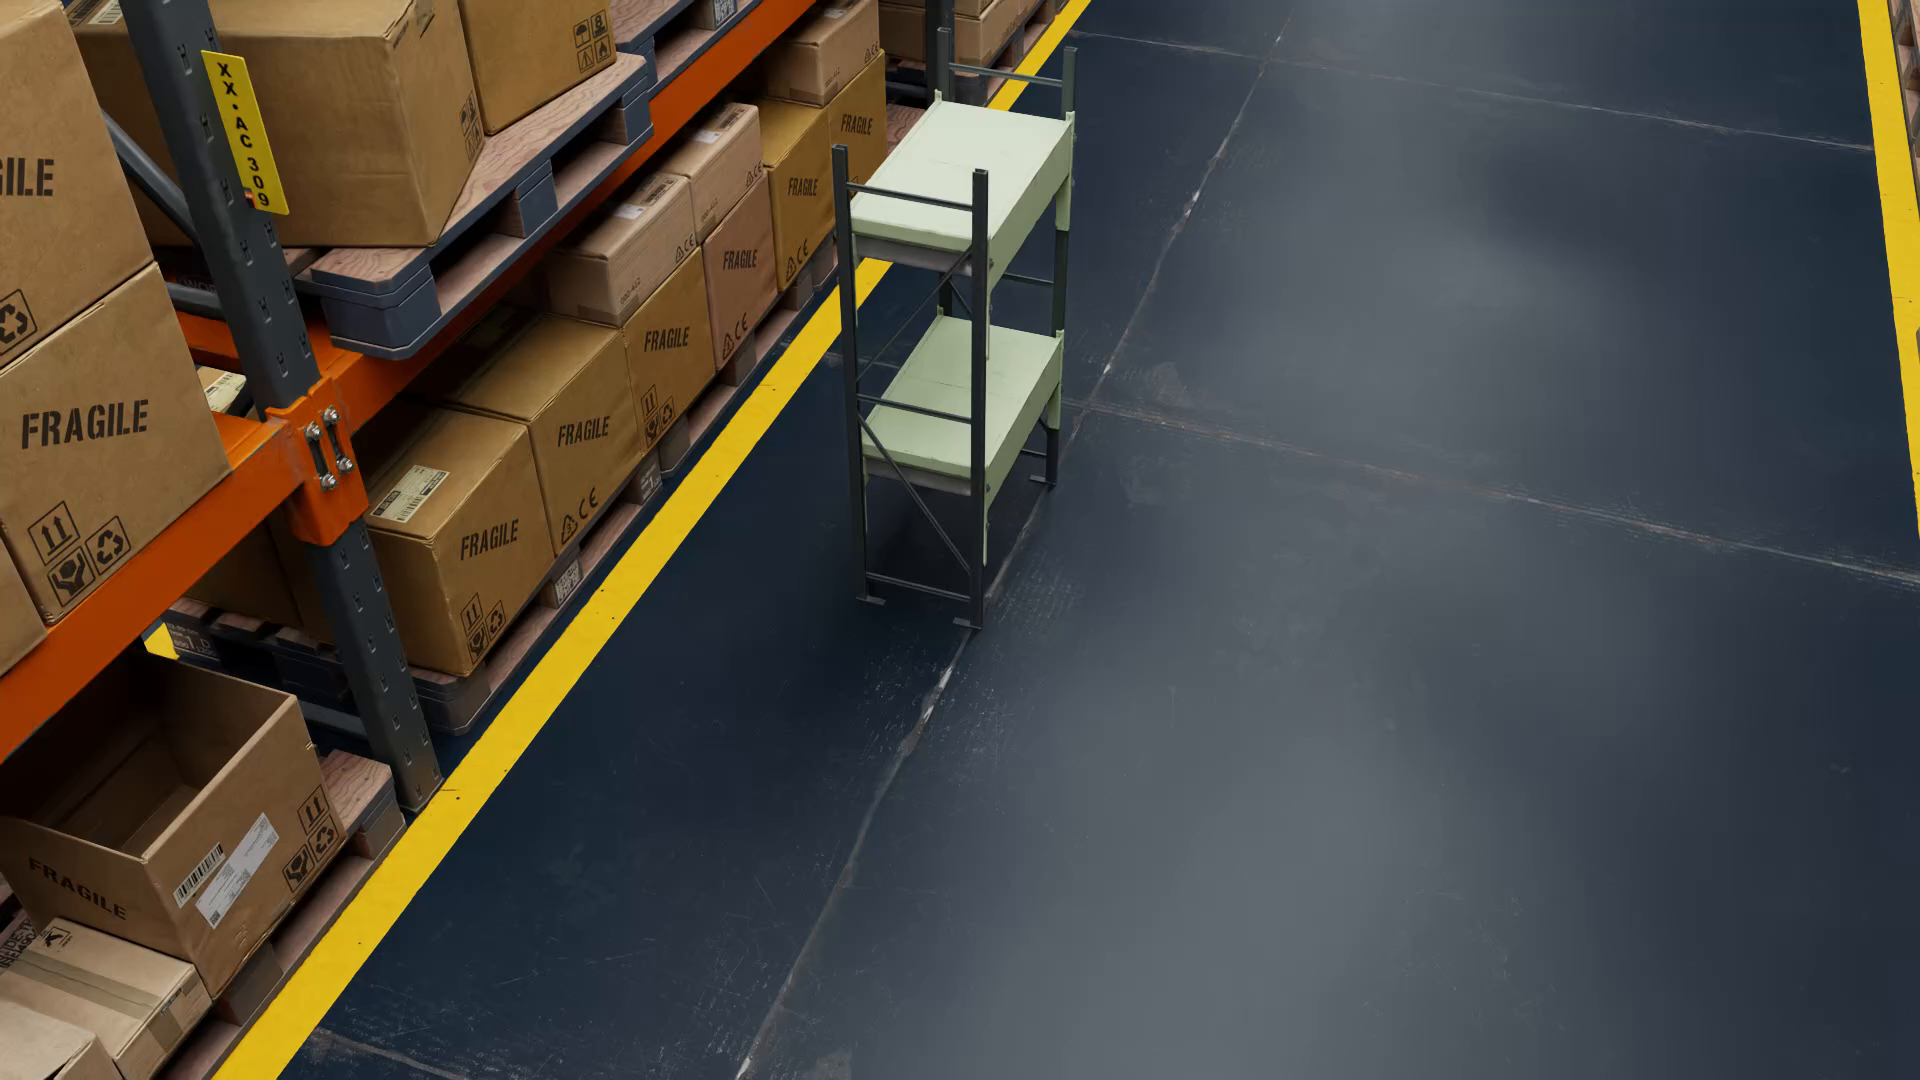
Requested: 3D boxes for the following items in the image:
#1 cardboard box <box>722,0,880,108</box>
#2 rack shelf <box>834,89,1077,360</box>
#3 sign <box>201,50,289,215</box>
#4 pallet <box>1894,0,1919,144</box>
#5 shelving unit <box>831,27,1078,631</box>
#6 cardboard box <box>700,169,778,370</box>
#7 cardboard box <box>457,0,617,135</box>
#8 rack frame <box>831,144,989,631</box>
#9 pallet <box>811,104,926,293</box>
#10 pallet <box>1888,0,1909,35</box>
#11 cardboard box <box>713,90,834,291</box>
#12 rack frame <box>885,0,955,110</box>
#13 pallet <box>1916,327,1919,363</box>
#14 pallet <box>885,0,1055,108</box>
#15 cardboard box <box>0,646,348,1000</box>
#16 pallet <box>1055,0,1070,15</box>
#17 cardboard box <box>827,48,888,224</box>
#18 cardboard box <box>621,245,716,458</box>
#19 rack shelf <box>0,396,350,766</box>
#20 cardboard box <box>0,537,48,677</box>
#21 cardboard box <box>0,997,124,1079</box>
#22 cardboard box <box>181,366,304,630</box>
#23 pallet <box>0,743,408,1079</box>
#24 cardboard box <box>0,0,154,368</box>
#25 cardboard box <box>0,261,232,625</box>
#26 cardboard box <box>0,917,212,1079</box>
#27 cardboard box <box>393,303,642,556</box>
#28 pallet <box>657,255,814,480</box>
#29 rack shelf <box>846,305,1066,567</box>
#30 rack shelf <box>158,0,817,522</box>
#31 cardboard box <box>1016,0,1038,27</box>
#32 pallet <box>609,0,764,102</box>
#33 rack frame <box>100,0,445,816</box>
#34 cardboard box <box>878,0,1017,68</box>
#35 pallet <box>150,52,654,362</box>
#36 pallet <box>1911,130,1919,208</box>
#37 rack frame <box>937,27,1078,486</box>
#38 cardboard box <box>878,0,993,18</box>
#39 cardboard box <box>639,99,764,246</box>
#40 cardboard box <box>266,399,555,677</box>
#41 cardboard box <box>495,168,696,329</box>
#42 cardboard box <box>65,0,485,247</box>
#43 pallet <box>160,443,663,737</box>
[{"bbox_3d":[-0.626,-1.845,6.110,0.500,0.250,0.500,15,43,17],"label":"cardboard box"},{"bbox_3d":[0.002,-0.872,4.515,0.431,0.370,0.720,13,42,15],"label":"rack shelf"},{"bbox_3d":[-1.367,-0.775,3.180,0.100,0.325,0.005,13,42,15],"label":"sign"},{"bbox_3d":[4.832,-2.061,7.503,1.003,0.211,1.213,13,42,15],"label":"pallet"},{"bbox_3d":[0.002,-0.575,4.768,0.431,1.500,0.755,13,42,15],"label":"shelving unit"},{"bbox_3d":[-0.962,-0.958,5.648,0.500,0.500,0.500,12,42,13],"label":"cardboard box"},{"bbox_3d":[-1.332,-1.432,4.216,0.700,0.500,0.500,20,44,22],"label":"cardboard box"},{"bbox_3d":[-0.123,-0.351,4.506,0.400,1.500,0.023,13,42,15],"label":"rack frame"},{"bbox_3d":[-0.803,-1.493,6.837,1.003,0.211,1.213,13,42,15],"label":"pallet"},{"bbox_3d":[5.247,-2.807,8.378,1.003,0.211,1.213,13,42,15],"label":"pallet"},{"bbox_3d":[-0.788,-1.279,6.025,0.500,0.500,0.500,12,42,14],"label":"cardboard box"},{"bbox_3d":[-0.512,-3.001,6.456,1.000,3.000,0.127,13,42,15],"label":"rack frame"},{"bbox_3d":[3.804,-0.379,5.531,1.003,0.211,1.213,13,42,15],"label":"pallet"},{"bbox_3d":[-0.194,-2.433,7.939,1.003,0.211,1.213,13,42,15],"label":"pallet"},{"bbox_3d":[-1.808,0.633,3.784,0.500,0.500,0.500,13,42,15],"label":"cardboard box"},{"bbox_3d":[0.225,-3.175,8.809,1.003,0.211,1.213,13,42,15],"label":"pallet"},{"bbox_3d":[-0.611,-1.595,6.395,0.500,0.500,0.500,15,43,17],"label":"cardboard box"},{"bbox_3d":[-1.135,-0.649,5.287,0.500,0.500,0.500,14,42,16],"label":"cardboard box"},{"bbox_3d":[-2.564,0.932,2.400,1.077,0.370,4.000,13,42,15],"label":"rack shelf"},{"bbox_3d":[-1.985,0.078,2.771,0.500,0.500,0.500,14,43,16],"label":"cardboard box"},{"bbox_3d":[-2.064,1.162,3.309,0.500,0.311,0.500,13,42,15],"label":"cardboard box"},{"bbox_3d":[-1.980,-0.142,4.692,0.500,0.500,0.500,13,42,15],"label":"cardboard box"},{"bbox_3d":[-2.115,0.919,4.011,1.003,0.211,1.213,13,42,15],"label":"pallet"},{"bbox_3d":[-1.809,-0.614,2.811,0.500,0.500,0.500,14,42,15],"label":"cardboard box"},{"bbox_3d":[-1.810,-0.237,3.140,0.500,0.500,0.500,14,42,16],"label":"cardboard box"},{"bbox_3d":[-1.880,1.009,3.614,0.380,0.149,0.250,13,42,15],"label":"cardboard box"},{"bbox_3d":[-1.313,-0.346,4.932,0.500,0.500,0.500,14,42,16],"label":"cardboard box"},{"bbox_3d":[-1.222,-0.751,5.968,1.003,0.211,1.213,13,42,15],"label":"pallet"},{"bbox_3d":[0.002,-0.327,4.980,0.431,0.370,0.720,13,42,15],"label":"rack shelf"},{"bbox_3d":[-1.196,-1.507,5.260,1.077,0.370,4.000,13,42,15],"label":"rack shelf"},{"bbox_3d":[0.114,-2.675,7.870,0.500,0.250,0.500,12,42,14],"label":"cardboard box"},{"bbox_3d":[-1.173,-1.741,5.127,1.003,0.211,1.213,13,42,15],"label":"pallet"},{"bbox_3d":[-1.880,-0.561,3.596,1.000,3.000,0.127,13,42,15],"label":"rack frame"},{"bbox_3d":[-0.057,-2.369,7.510,0.500,0.250,0.500,13,42,15],"label":"cardboard box"},{"bbox_3d":[-1.504,-0.951,4.202,1.003,0.211,1.213,13,42,15],"label":"pallet"},{"bbox_3d":[4.413,-1.319,6.633,1.003,0.211,1.213,13,42,15],"label":"pallet"},{"bbox_3d":[0.127,-0.798,5.030,0.400,1.500,0.023,13,42,15],"label":"rack frame"},{"bbox_3d":[-0.057,-2.582,7.328,0.500,0.311,0.500,15,43,17],"label":"cardboard box"},{"bbox_3d":[-0.972,-1.220,5.378,0.500,0.250,0.500,13,42,14],"label":"cardboard box"},{"bbox_3d":[-1.485,-0.018,4.547,0.500,0.500,0.500,11,42,13],"label":"cardboard box"},{"bbox_3d":[-1.143,-0.914,5.019,0.500,0.250,0.500,13,42,15],"label":"cardboard box"},{"bbox_3d":[-1.508,-0.998,3.708,0.700,0.500,0.500,0,40,0],"label":"cardboard box"},{"bbox_3d":[-1.637,-0.005,5.093,1.003,0.211,1.213,13,42,15],"label":"pallet"}]
